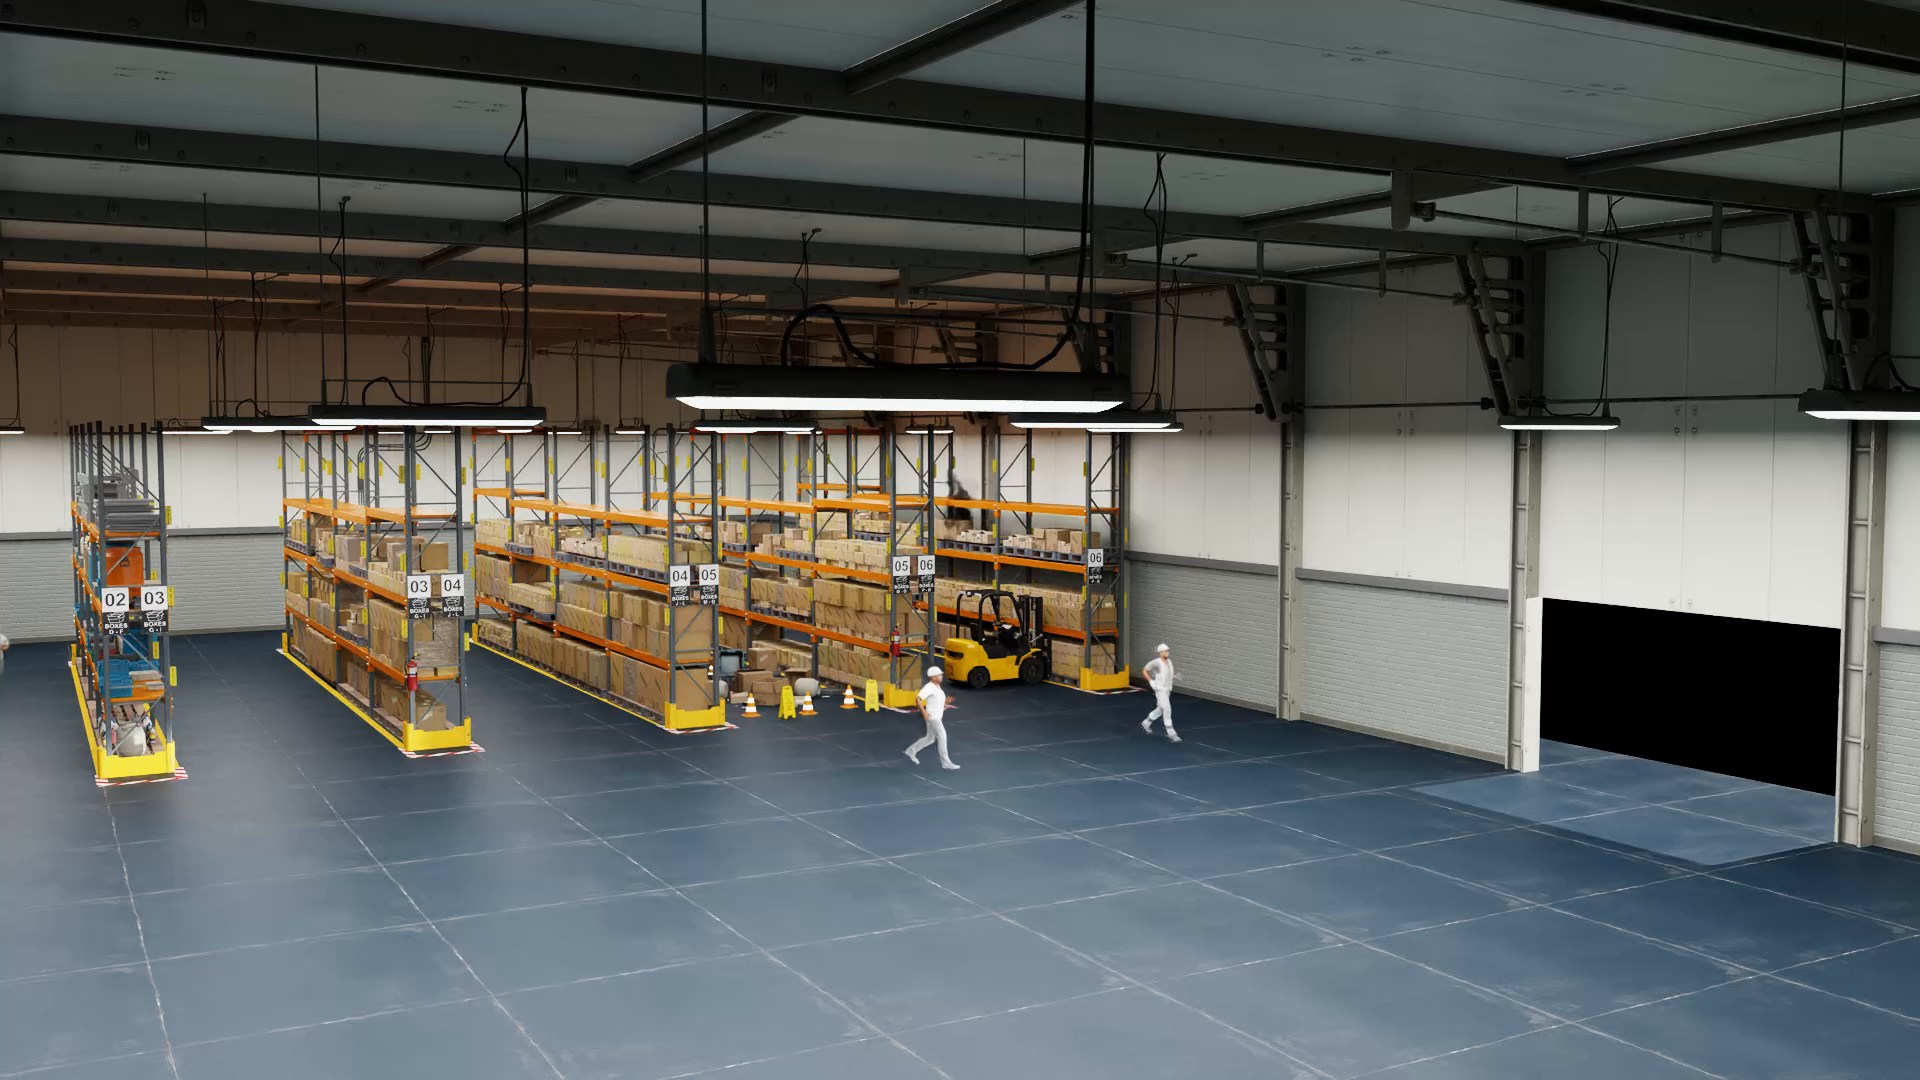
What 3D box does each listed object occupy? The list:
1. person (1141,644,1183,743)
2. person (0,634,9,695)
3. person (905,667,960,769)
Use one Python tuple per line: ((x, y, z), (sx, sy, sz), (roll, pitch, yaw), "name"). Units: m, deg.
((3.831, 2.867, 31.445), (0.979, 1.807, 0.623), (3, 5, 40), "person")
((-21.048, 2.635, 36.226), (0.601, 1.667, 0.933), (-2, 4, -34), "person")
((-0.477, 3.047, 28.545), (0.978, 1.750, 0.701), (0, 4, 8), "person")
